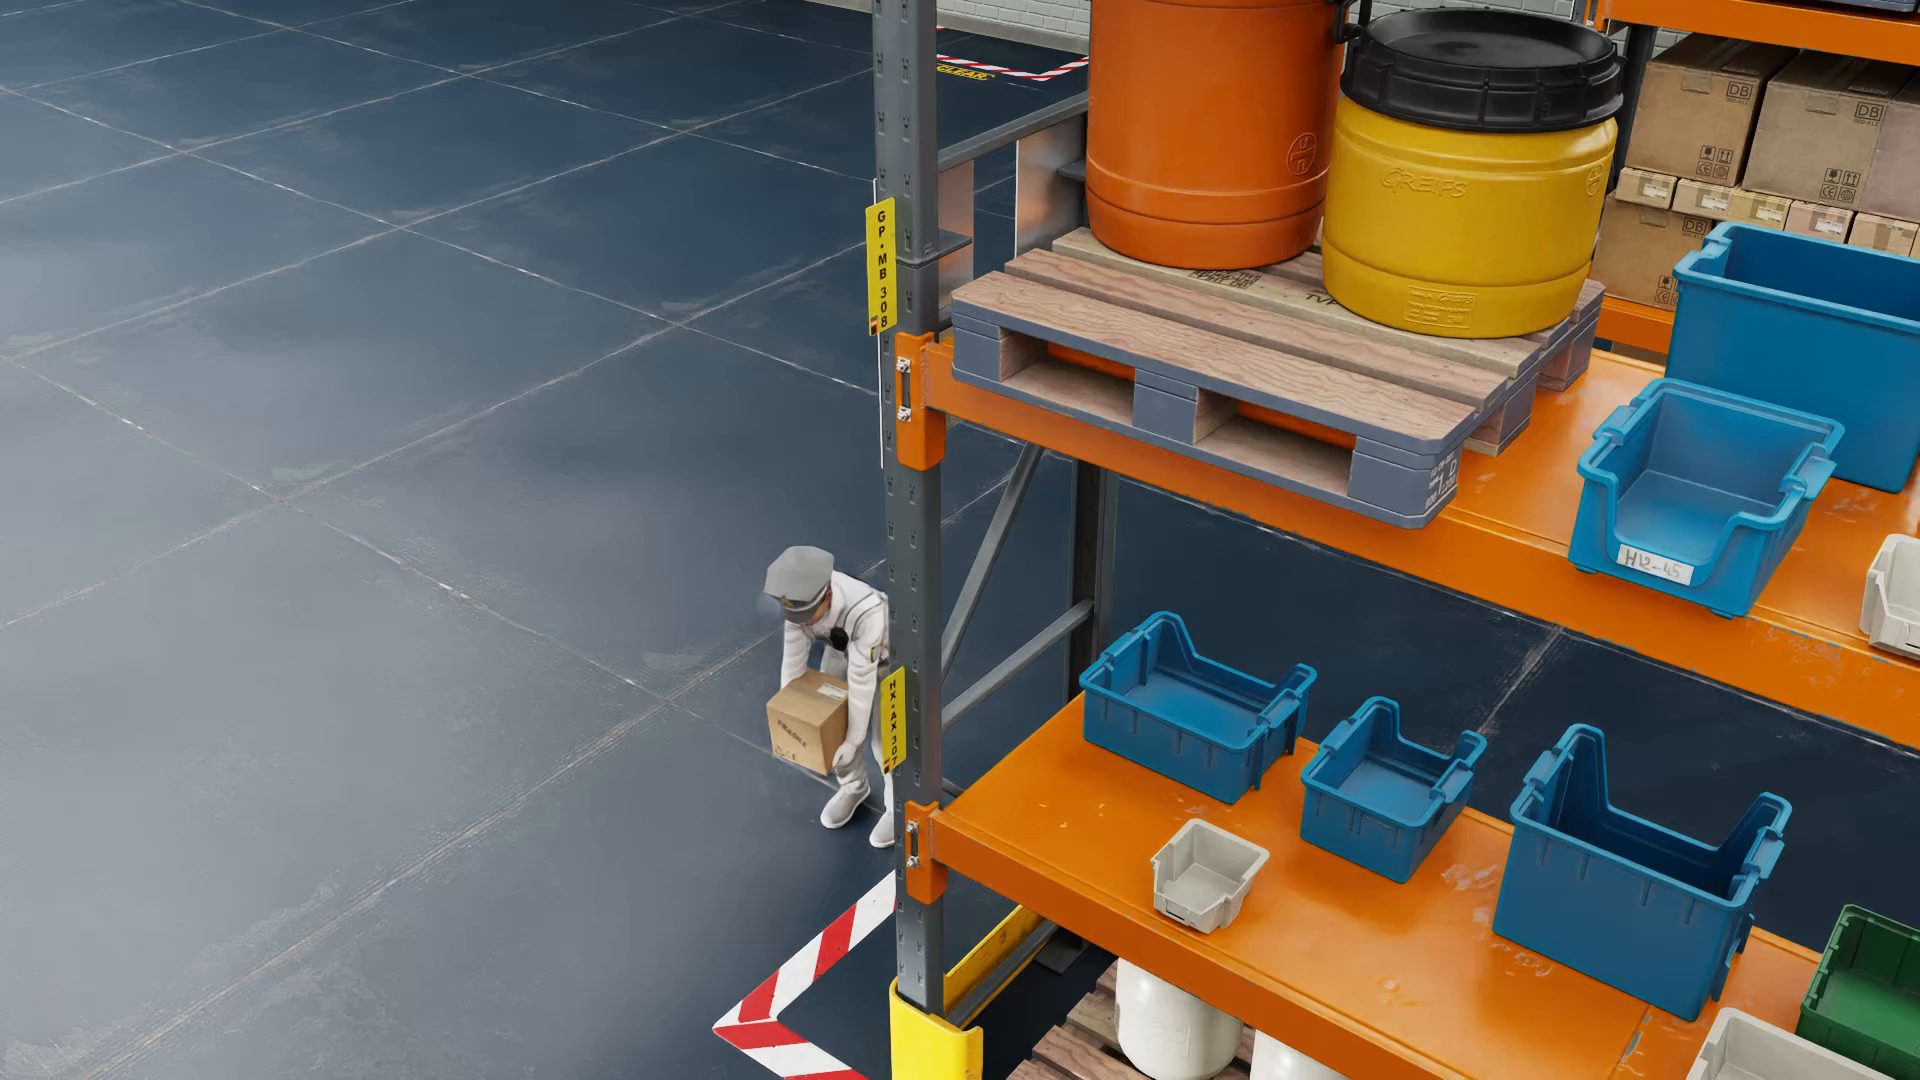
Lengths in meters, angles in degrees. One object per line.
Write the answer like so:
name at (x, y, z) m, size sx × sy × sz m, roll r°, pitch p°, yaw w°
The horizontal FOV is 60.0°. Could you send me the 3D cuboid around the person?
person at (-0.395, 0.470, 6.363) m, size 0.417 × 1.663 × 0.544 m, roll 16°, pitch 35°, yaw 25°
